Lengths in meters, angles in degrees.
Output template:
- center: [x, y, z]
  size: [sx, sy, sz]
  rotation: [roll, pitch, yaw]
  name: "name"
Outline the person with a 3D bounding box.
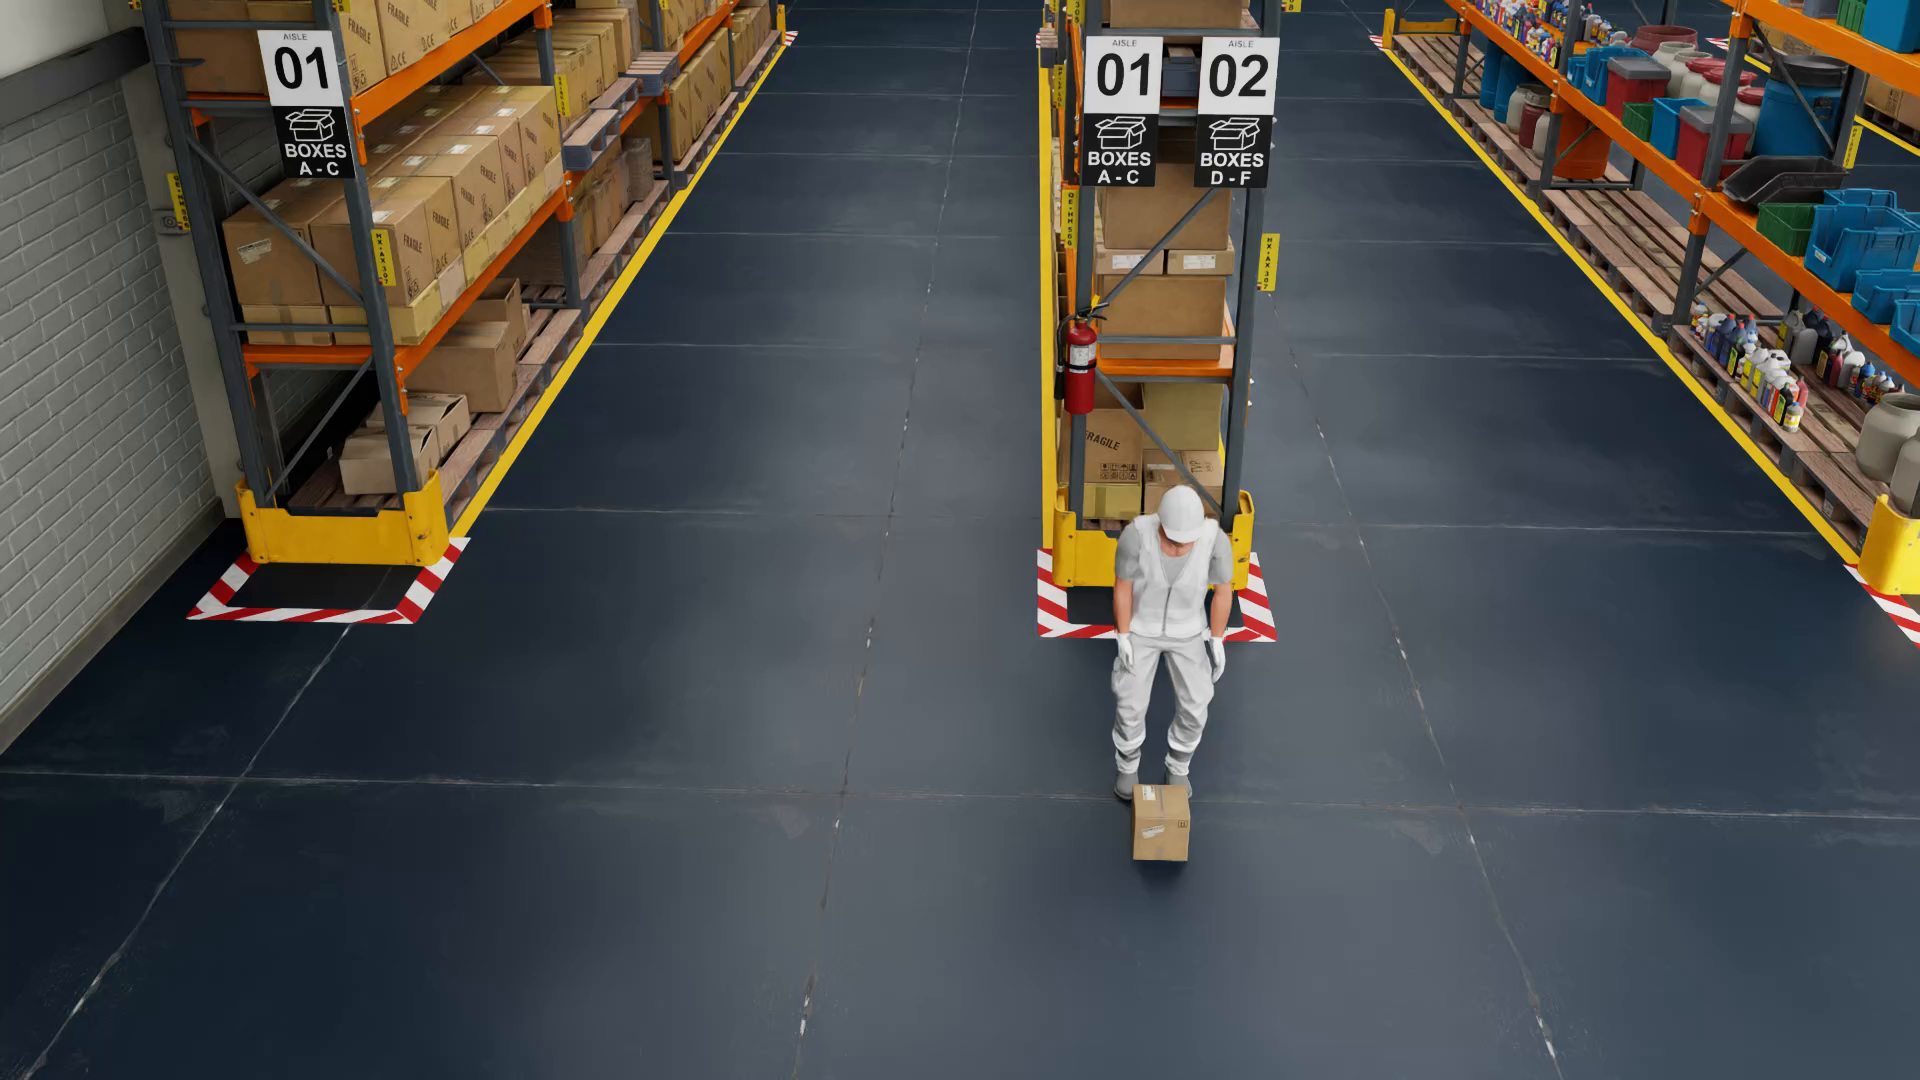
- center: [0.984, 0.469, 7.801]
  size: [0.554, 1.698, 0.516]
  rotation: [2, 28, 3]
  name: "person"
